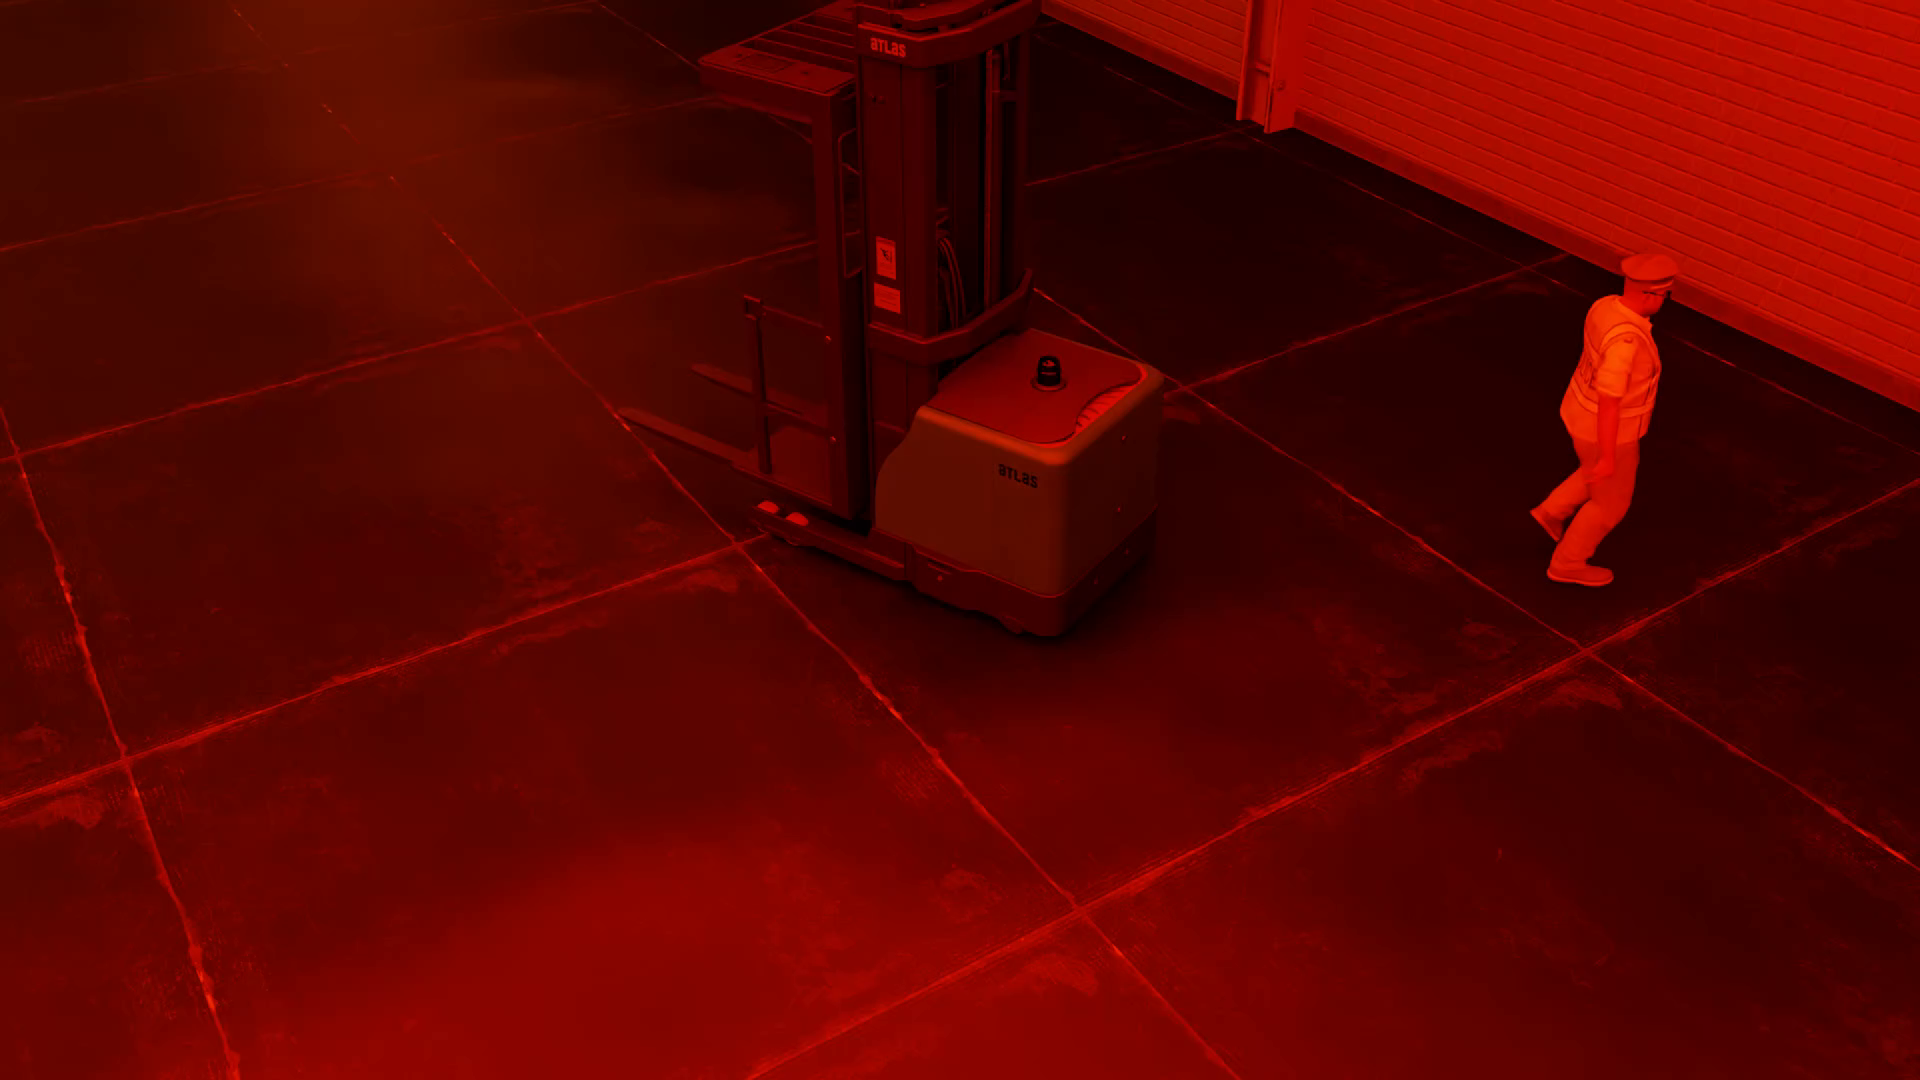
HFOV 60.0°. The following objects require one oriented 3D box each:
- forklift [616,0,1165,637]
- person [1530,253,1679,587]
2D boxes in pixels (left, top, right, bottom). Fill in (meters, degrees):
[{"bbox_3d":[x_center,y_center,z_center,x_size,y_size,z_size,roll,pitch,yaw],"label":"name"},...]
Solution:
[{"bbox_3d":[-0.500,-1.399,8.138,3.031,2.935,1.130,22,41,28],"label":"forklift"},{"bbox_3d":[3.139,-0.563,7.994,0.477,1.732,0.699,2,35,3],"label":"person"}]
